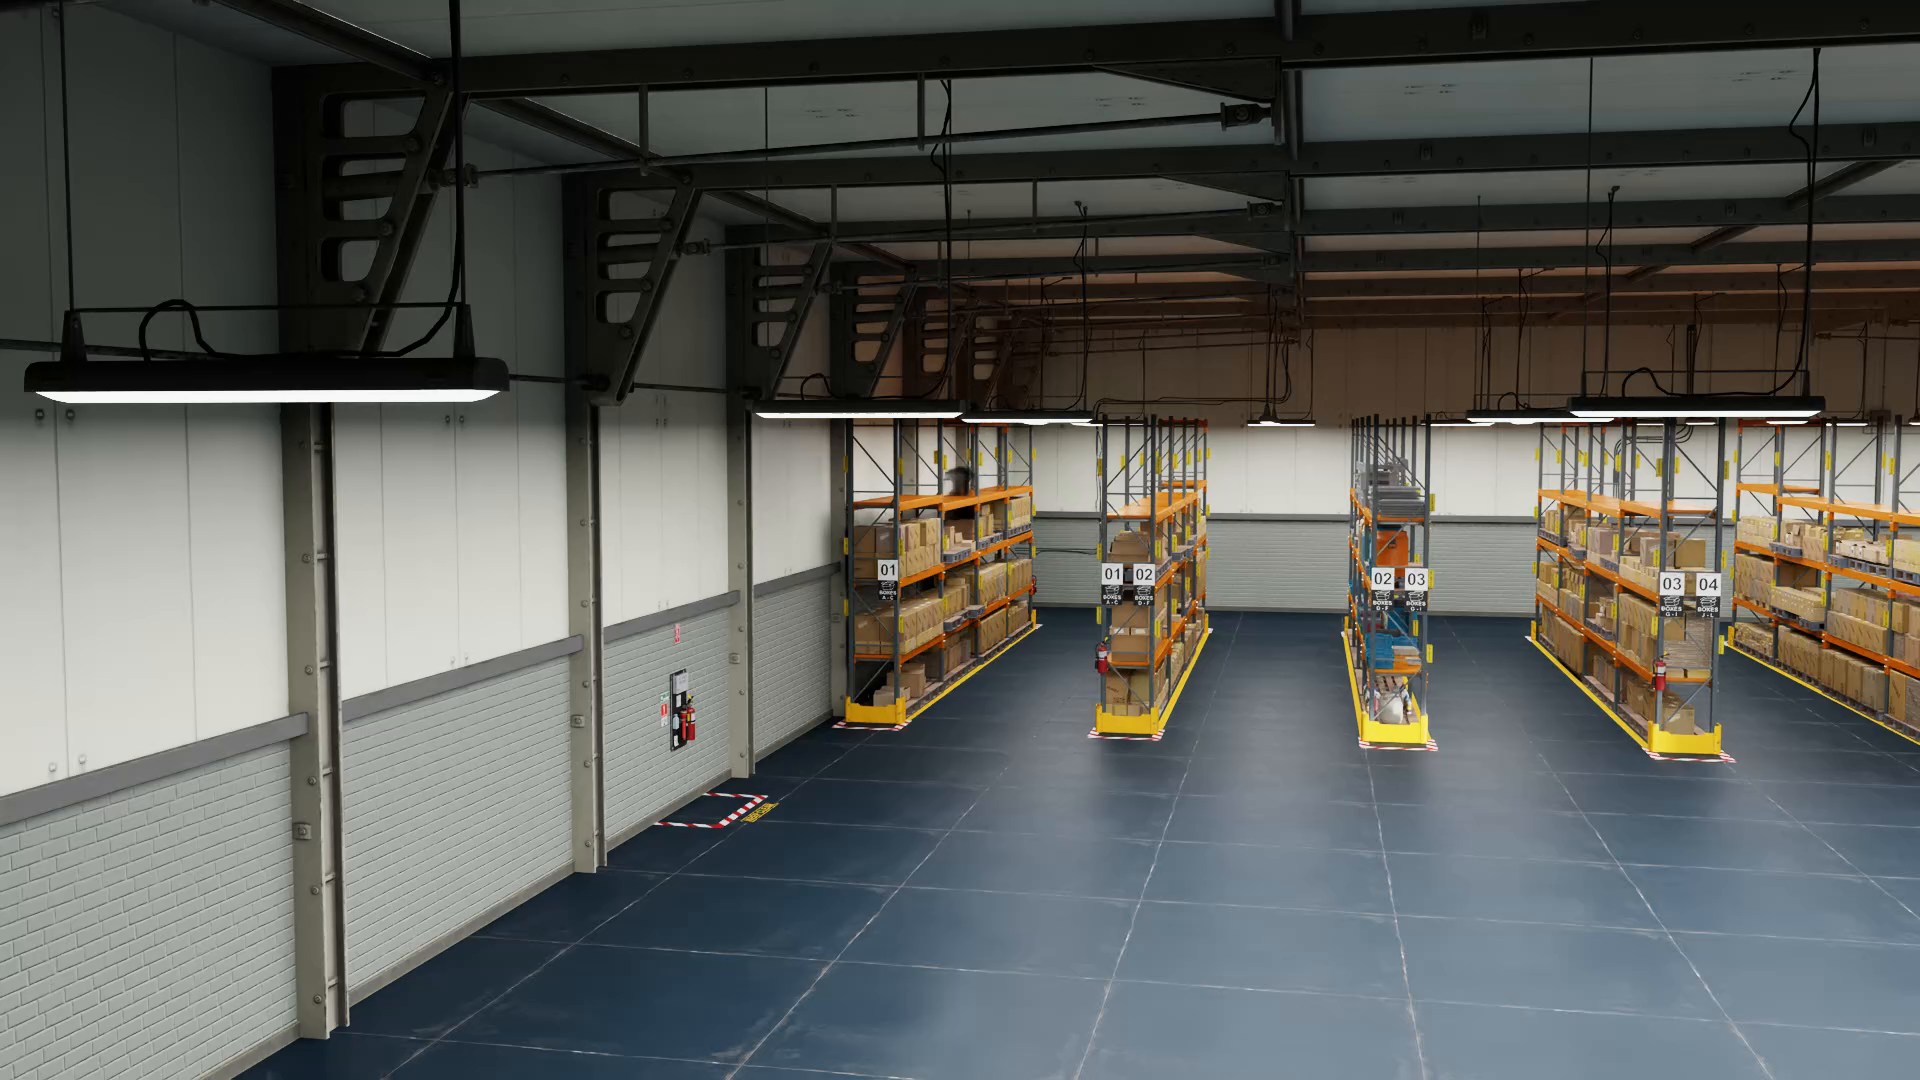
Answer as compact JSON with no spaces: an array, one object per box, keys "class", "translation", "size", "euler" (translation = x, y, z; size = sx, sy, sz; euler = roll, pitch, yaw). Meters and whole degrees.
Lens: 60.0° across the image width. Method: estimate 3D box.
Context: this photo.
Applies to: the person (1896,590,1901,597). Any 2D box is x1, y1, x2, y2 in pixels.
[{"class":"person","translation":[24.958,1.904,44.568],"size":[0.697,1.726,0.654],"euler":[1,4,20]}]
